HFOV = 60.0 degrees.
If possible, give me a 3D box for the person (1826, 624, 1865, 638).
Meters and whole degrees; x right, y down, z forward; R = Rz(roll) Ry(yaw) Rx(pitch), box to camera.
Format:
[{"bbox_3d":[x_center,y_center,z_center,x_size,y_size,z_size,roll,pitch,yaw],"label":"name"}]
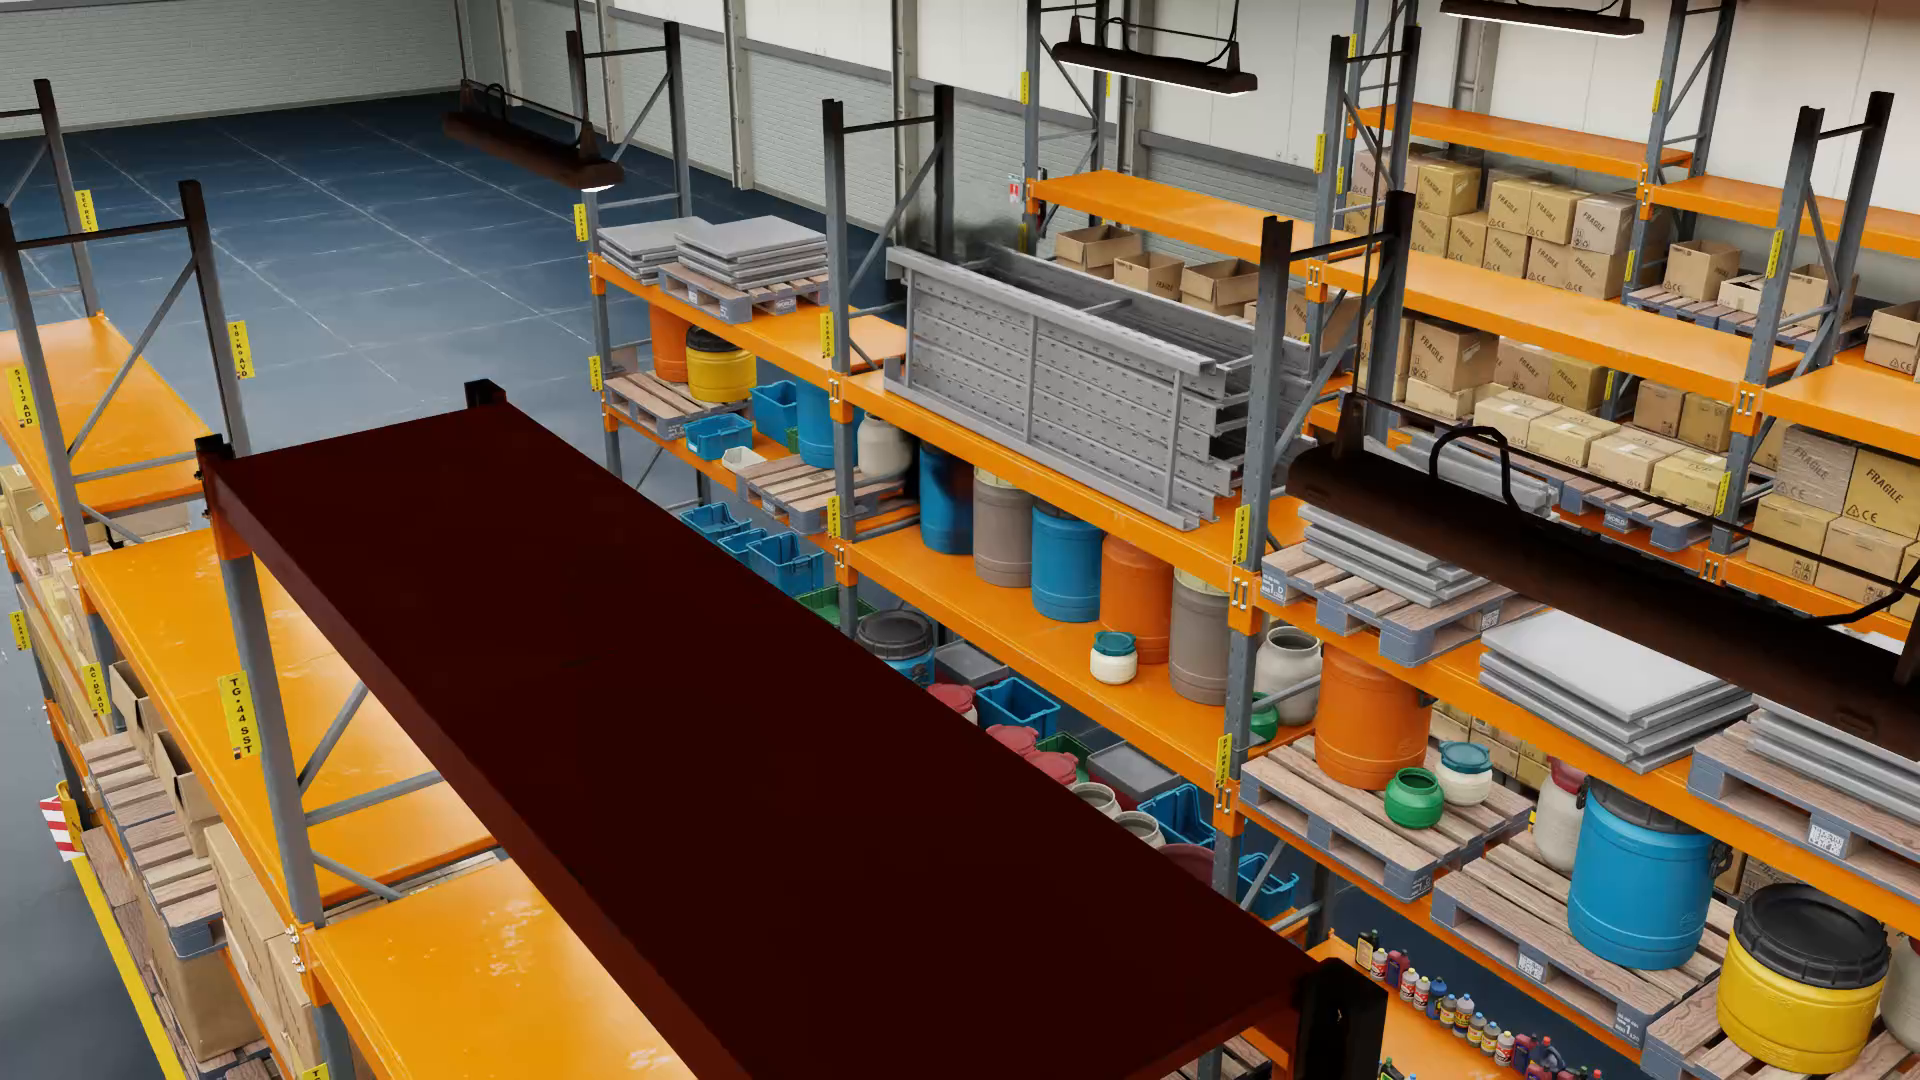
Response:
[{"bbox_3d":[7.735,1.103,14.534,0.704,1.835,0.745,-17,30,-33],"label":"person"}]
